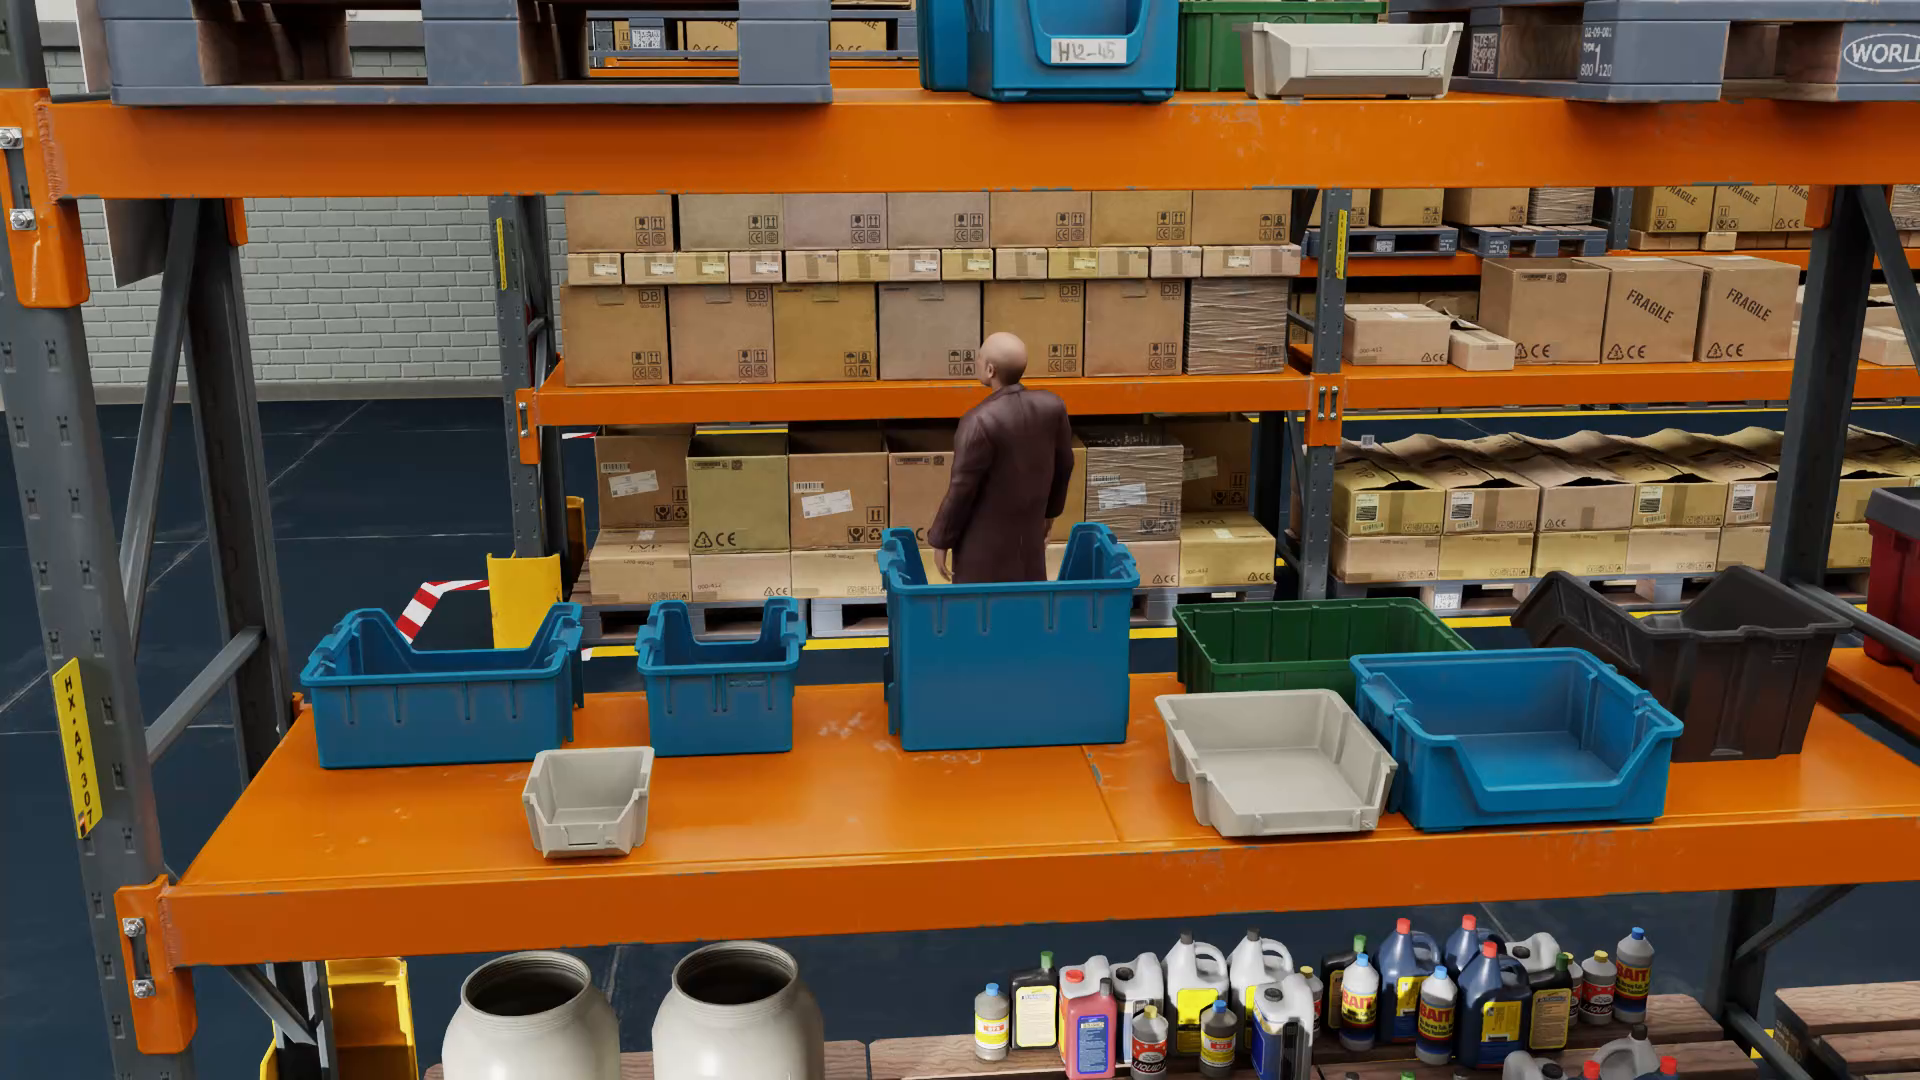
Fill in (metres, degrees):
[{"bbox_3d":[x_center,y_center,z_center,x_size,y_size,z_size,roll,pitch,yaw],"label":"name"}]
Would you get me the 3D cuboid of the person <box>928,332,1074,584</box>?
[{"bbox_3d":[0.112,-0.033,7.146,0.695,1.776,0.580,-12,20,-36],"label":"person"}]
